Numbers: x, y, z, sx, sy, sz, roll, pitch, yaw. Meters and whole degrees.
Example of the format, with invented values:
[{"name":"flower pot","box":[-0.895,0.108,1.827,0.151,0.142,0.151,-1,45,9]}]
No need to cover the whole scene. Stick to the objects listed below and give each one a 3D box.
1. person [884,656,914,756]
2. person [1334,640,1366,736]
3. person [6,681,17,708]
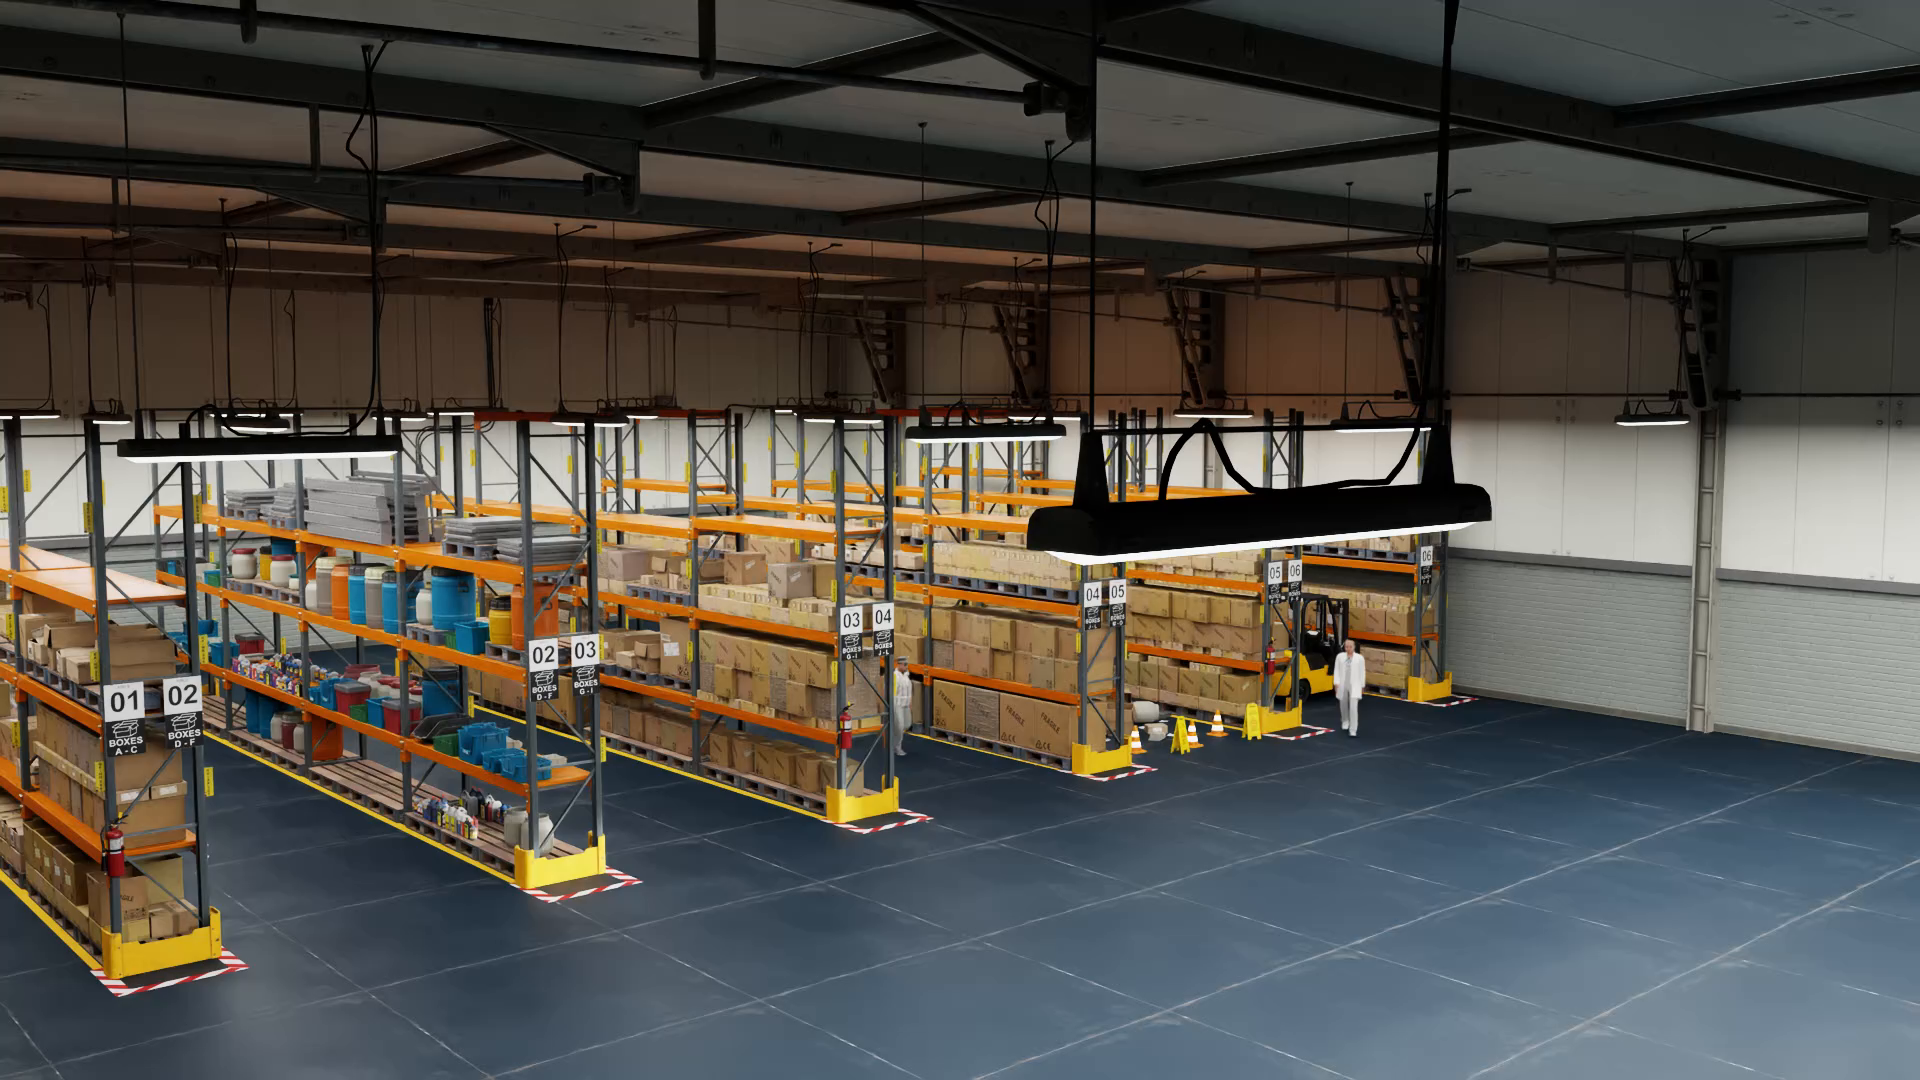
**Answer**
[{"name":"person","box":[-1.139,2.897,29.385,0.659,1.739,0.626,4,6,36]},{"name":"person","box":[7.268,2.730,31.041,0.559,1.758,0.924,3,6,28]},{"name":"person","box":[-16.912,2.910,29.912,0.560,1.613,0.516,-5,7,-44]}]
